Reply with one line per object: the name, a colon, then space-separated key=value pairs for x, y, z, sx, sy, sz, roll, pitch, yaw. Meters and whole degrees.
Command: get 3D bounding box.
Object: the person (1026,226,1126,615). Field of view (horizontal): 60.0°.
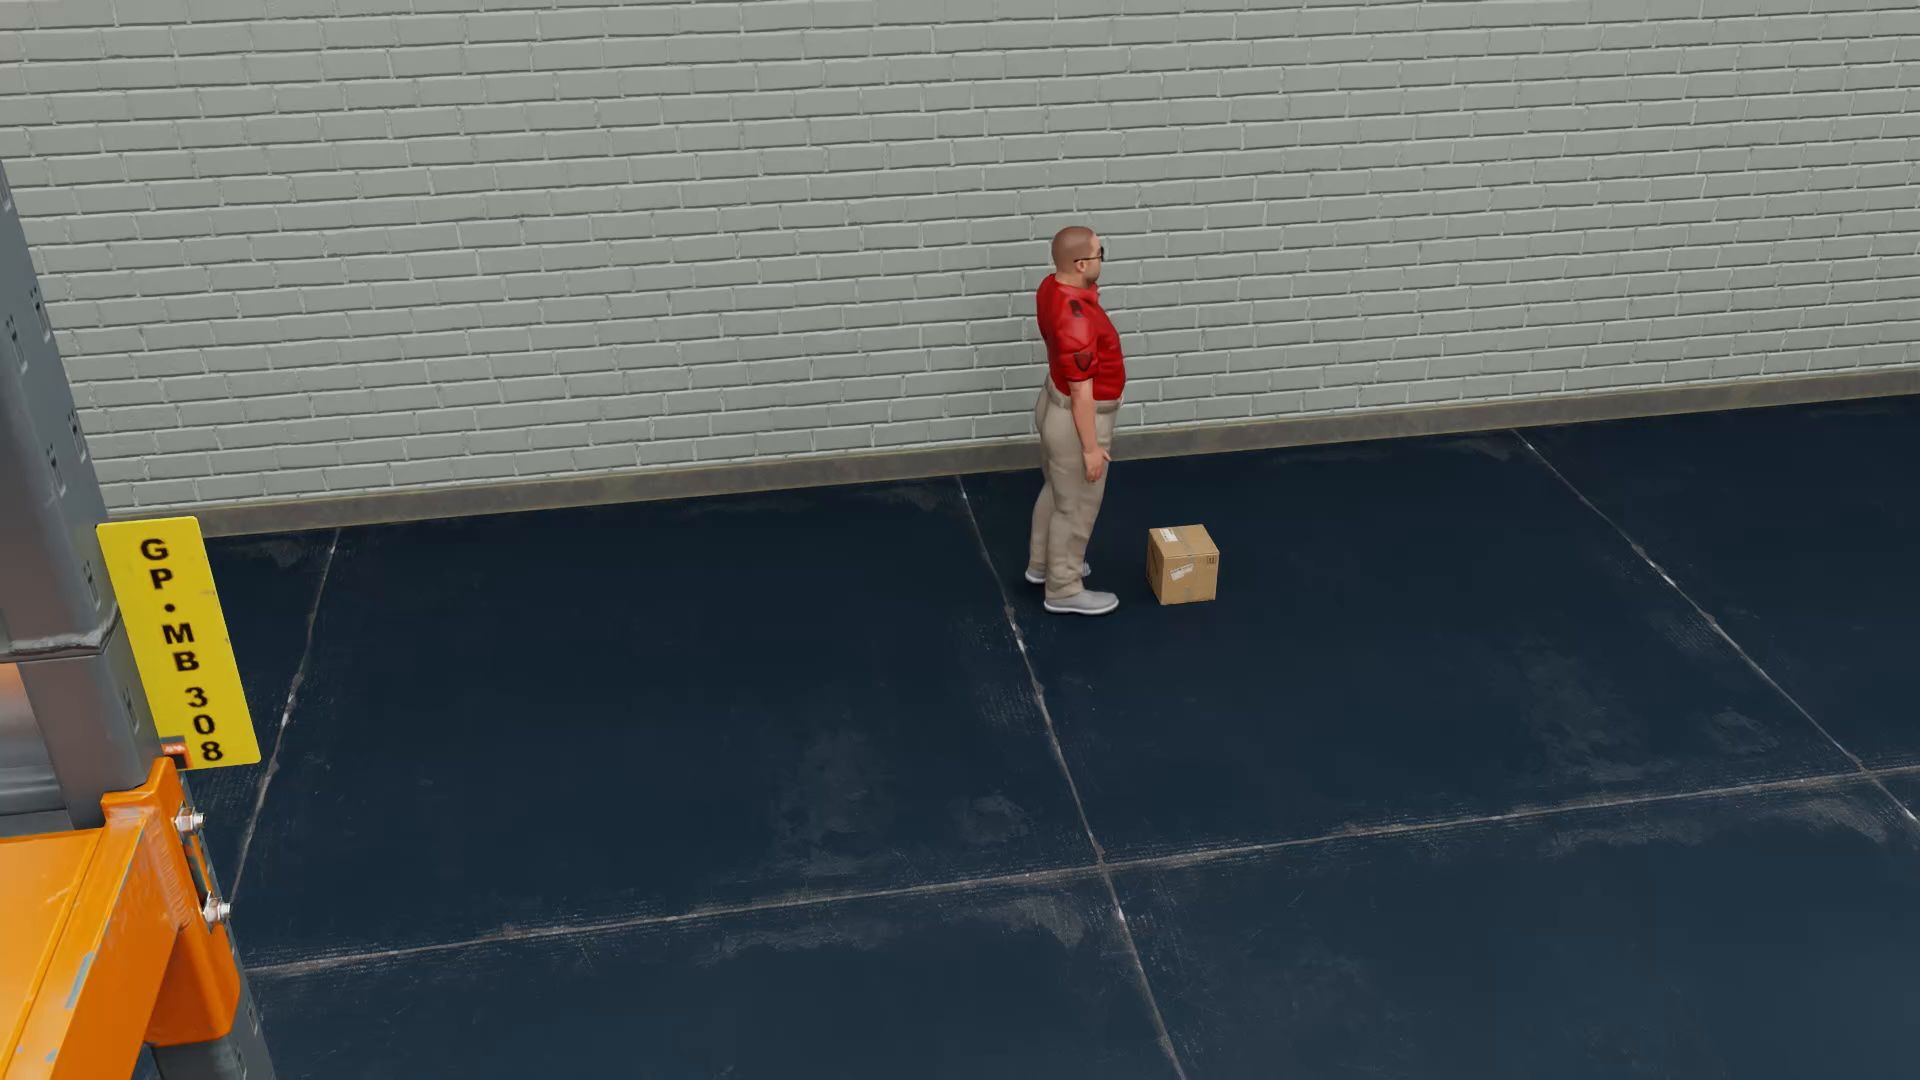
person: x=0.500 y=-0.482 z=6.975 sx=0.369 sy=1.748 sz=0.544 roll=-4 pitch=31 yaw=-8
